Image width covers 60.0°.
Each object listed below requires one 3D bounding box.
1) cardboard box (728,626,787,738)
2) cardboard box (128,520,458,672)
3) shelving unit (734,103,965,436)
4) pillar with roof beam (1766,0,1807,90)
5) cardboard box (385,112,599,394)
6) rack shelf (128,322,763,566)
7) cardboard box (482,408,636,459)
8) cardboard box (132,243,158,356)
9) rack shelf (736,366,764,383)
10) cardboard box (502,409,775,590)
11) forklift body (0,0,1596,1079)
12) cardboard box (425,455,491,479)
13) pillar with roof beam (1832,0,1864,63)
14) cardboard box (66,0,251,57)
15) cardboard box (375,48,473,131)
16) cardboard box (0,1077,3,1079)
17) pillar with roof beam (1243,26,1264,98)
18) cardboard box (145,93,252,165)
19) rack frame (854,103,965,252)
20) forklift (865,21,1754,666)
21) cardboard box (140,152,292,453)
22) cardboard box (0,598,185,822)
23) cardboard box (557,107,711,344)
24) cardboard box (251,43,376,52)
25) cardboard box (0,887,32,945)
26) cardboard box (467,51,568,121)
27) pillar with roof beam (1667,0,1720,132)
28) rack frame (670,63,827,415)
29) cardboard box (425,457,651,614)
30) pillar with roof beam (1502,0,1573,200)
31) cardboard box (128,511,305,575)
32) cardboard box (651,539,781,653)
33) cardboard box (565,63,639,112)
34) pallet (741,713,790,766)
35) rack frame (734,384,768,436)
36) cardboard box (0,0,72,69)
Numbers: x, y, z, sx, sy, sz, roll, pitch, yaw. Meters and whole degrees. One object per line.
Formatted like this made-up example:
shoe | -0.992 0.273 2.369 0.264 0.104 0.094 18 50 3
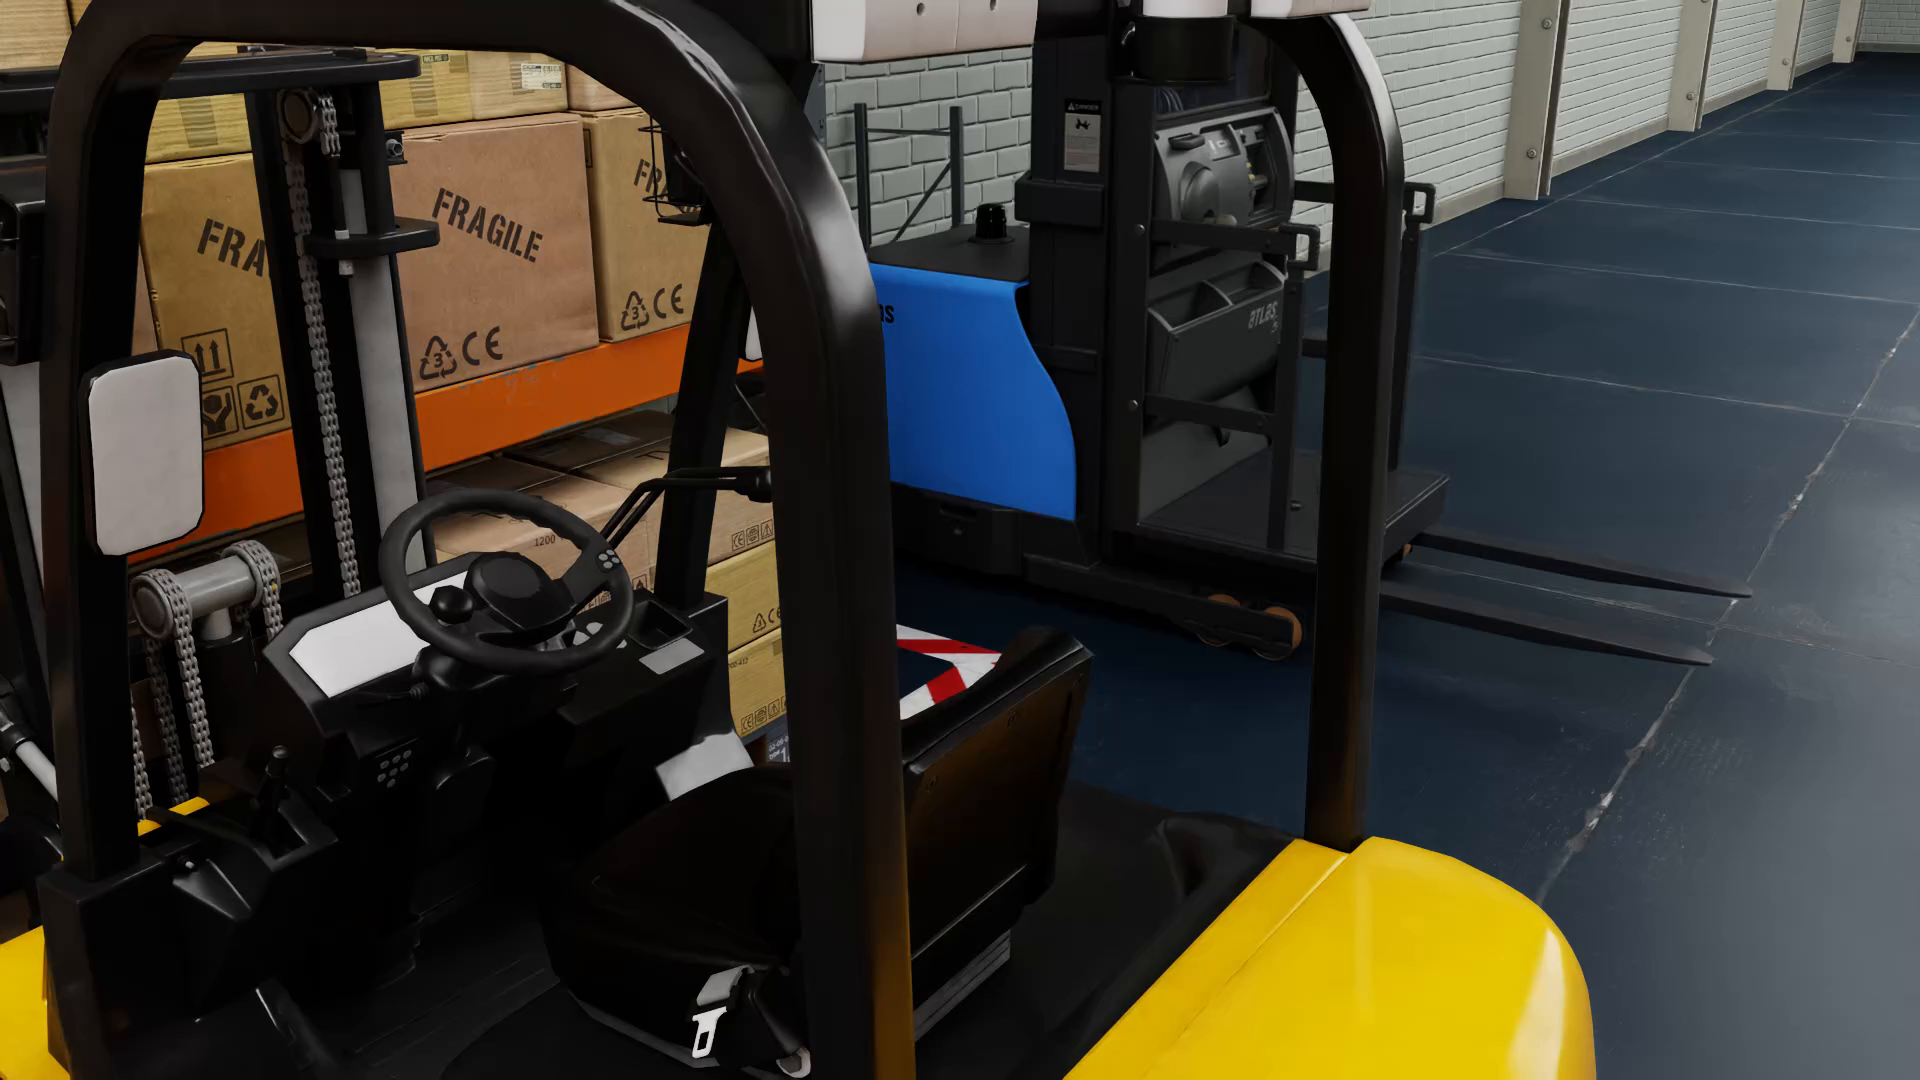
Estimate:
cardboard box | -0.783 0.356 4.337 0.500 0.250 0.500 13 24 32
cardboard box | -1.339 0.178 3.377 0.500 0.250 0.500 14 24 32
shelving unit | -0.471 -0.857 6.388 0.587 1.500 1.083 11 23 31
pillar with roof beam | 15.135 -9.769 19.704 9.100 9.000 0.400 13 24 32
cardboard box | -1.139 -0.640 3.528 0.500 0.500 0.500 14 25 33
rack shelf | -1.905 -0.022 3.037 1.077 0.370 4.000 13 24 32
cardboard box | -1.207 -0.208 4.421 0.500 0.250 0.500 13 24 31
cardboard box | -1.701 -0.347 2.735 0.500 0.500 0.500 13 24 32
rack shelf | -0.462 -0.690 6.455 0.538 0.185 1.000 11 23 31
cardboard box | -0.781 -0.116 4.173 0.500 0.250 0.500 14 25 34
forklift body | -0.338 0.365 2.178 2.313 2.155 1.214 13 24 32
cardboard box | -1.485 -0.064 4.032 0.500 0.250 0.500 13 24 32
pillar with roof beam | 18.507 -11.491 24.358 9.100 9.000 0.400 13 24 32
cardboard box | -1.442 -0.894 2.850 0.380 0.149 0.250 14 24 33
cardboard box | -1.208 -0.919 3.348 0.380 0.149 0.250 13 24 31
cardboard box | -1.935 0.934 2.774 0.500 0.250 0.500 14 24 33
pillar with roof beam | 5.016 -4.605 5.742 9.100 9.000 0.400 13 24 32
cardboard box | -1.445 -0.757 2.909 0.380 0.149 0.250 13 24 32
rack frame | -0.193 -1.007 6.798 0.500 1.500 0.032 11 23 31
forklift | 1.038 -1.204 5.296 3.031 2.935 1.130 13 24 32
cardboard box | -1.427 -0.493 3.131 0.500 0.500 0.500 13 24 31
cardboard box | -1.630 0.322 2.988 0.500 0.250 0.500 13 24 31
cardboard box | -0.840 -0.787 3.926 0.500 0.500 0.500 13 24 31
cardboard box | -1.301 -0.969 3.054 0.380 0.149 0.250 14 24 33
cardboard box | -1.644 0.563 3.058 0.500 0.250 0.500 13 24 32
cardboard box | -1.059 -0.988 3.534 0.380 0.149 0.250 14 24 33
pillar with roof beam | 11.762 -8.048 15.050 9.100 9.000 0.400 13 24 32
rack frame | -0.781 -0.933 4.464 1.000 3.000 0.127 13 24 32
cardboard box | -1.064 0.031 3.773 0.500 0.250 0.500 14 24 33
pillar with roof beam | 8.389 -6.326 10.396 9.100 9.000 0.400 13 24 32
cardboard box | -1.775 0.077 3.649 0.500 0.250 0.500 13 24 31
cardboard box | -0.796 0.126 4.239 0.500 0.250 0.500 13 24 31
cardboard box | -0.863 -1.051 3.703 0.380 0.149 0.250 14 24 33
pallet | -1.176 0.602 4.332 1.003 0.211 1.213 13 24 32
rack frame | -0.739 -0.713 5.993 0.500 1.500 0.032 11 23 31
cardboard box | -1.665 -0.838 2.700 0.380 0.149 0.250 14 24 33
